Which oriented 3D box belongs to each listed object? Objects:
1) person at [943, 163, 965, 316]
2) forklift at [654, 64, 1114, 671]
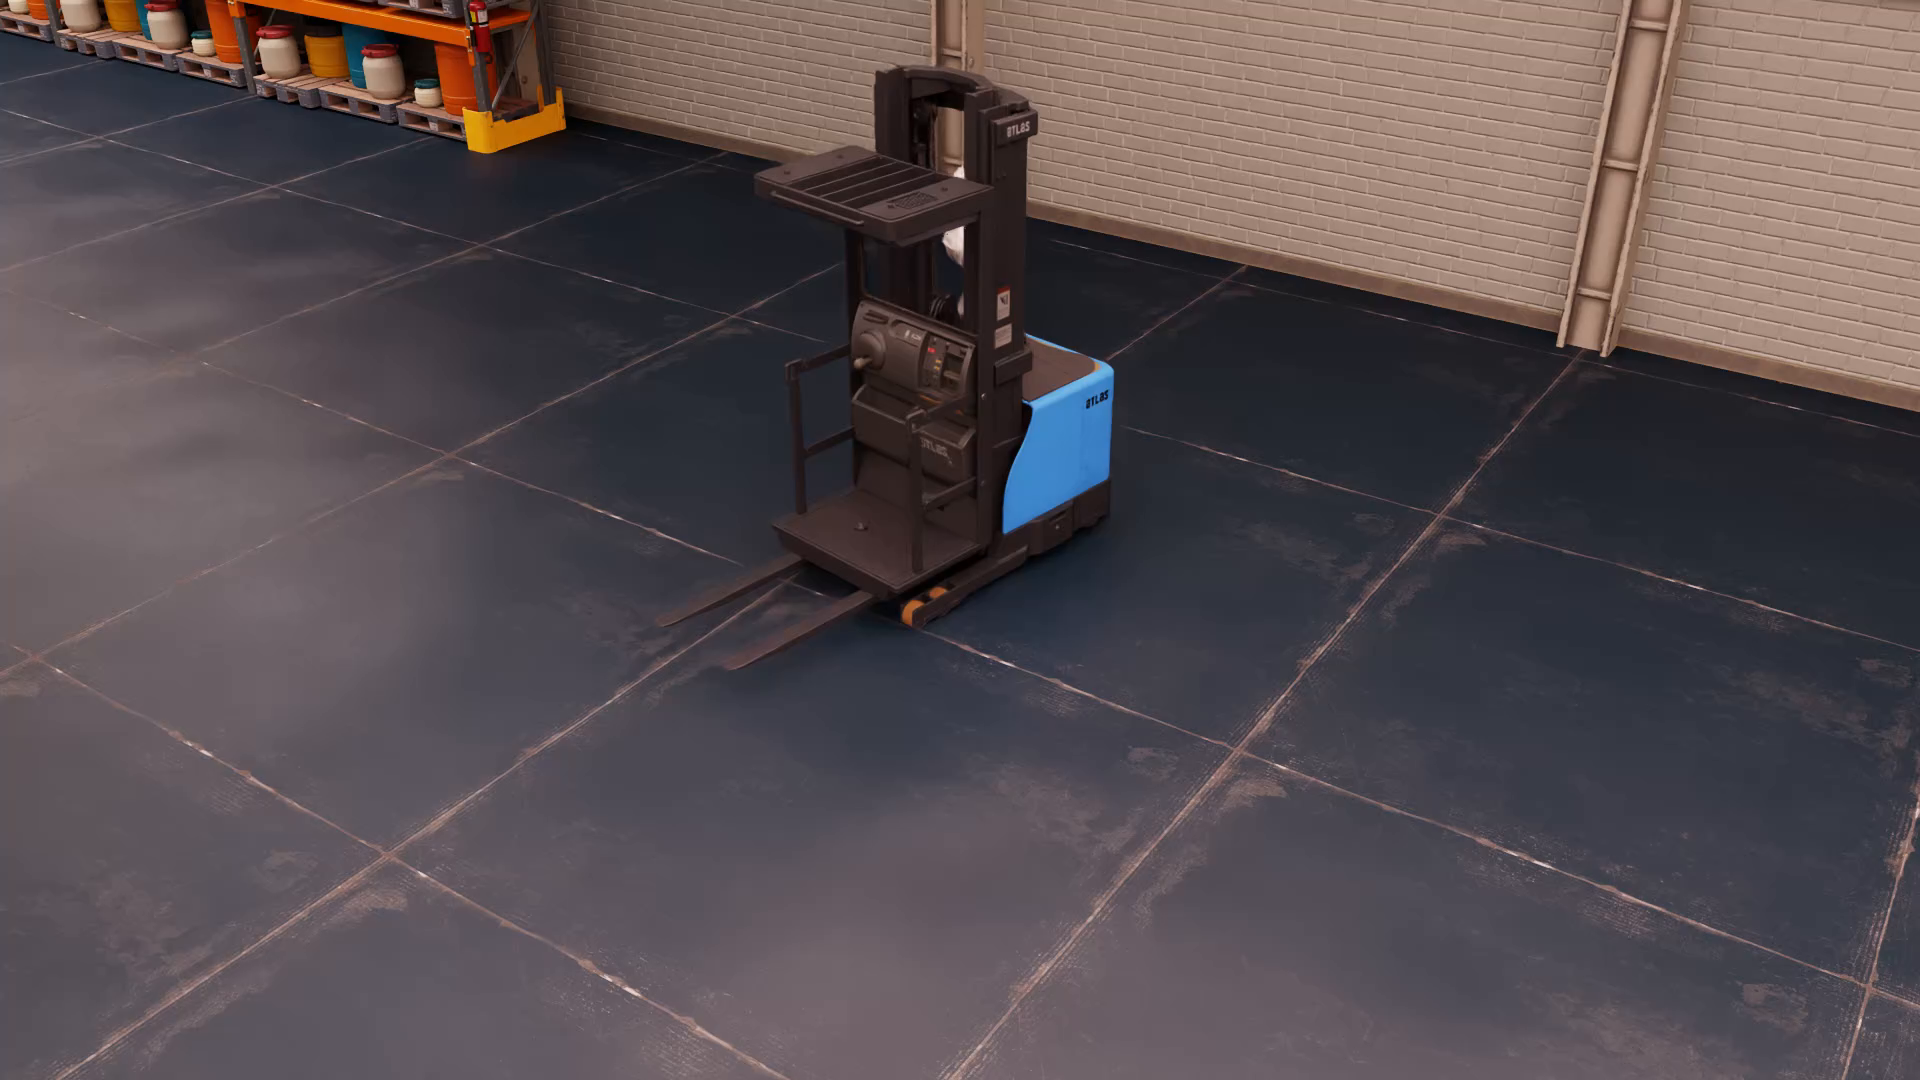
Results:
[{"bbox_3d":[0.185,-2.313,12.827,0.635,1.729,0.762,-9,31,-15],"label":"person"},{"bbox_3d":[-0.419,-1.044,9.380,1.130,2.935,3.031,26,39,37],"label":"forklift"}]
